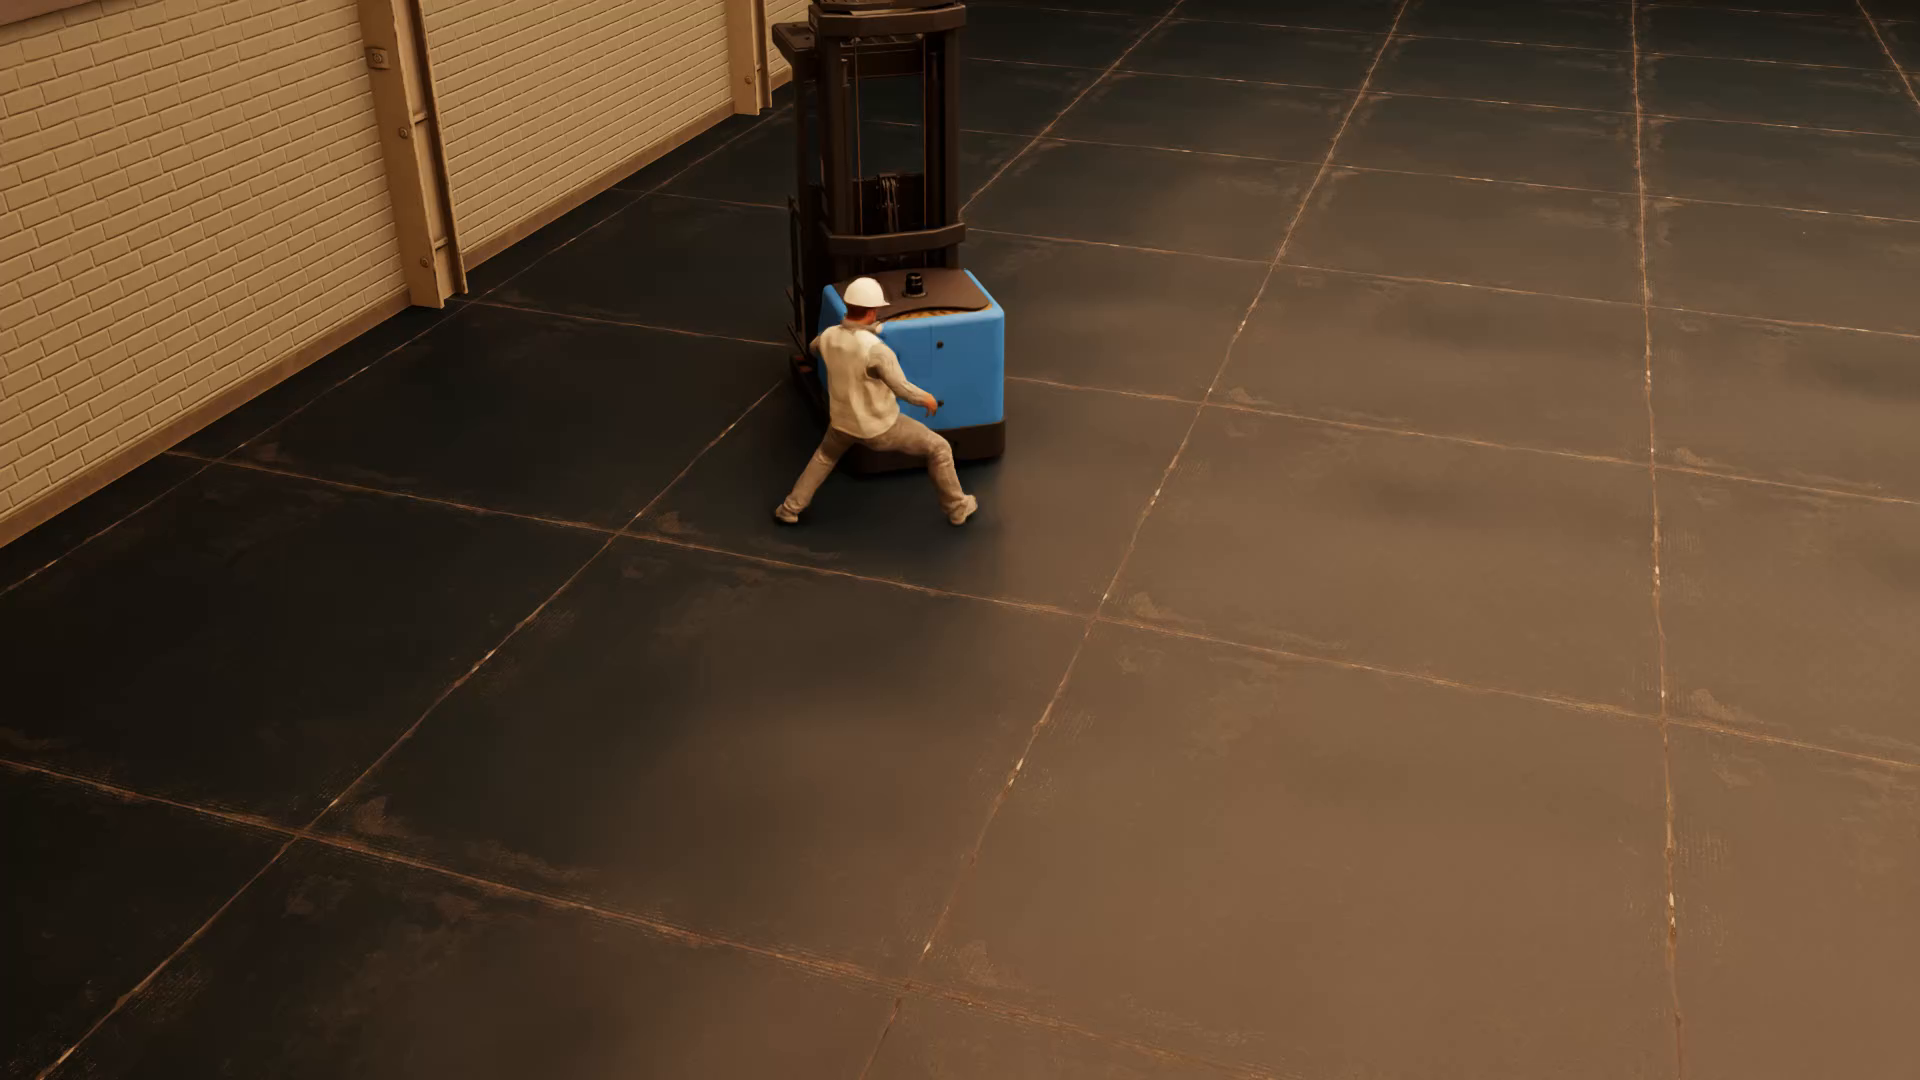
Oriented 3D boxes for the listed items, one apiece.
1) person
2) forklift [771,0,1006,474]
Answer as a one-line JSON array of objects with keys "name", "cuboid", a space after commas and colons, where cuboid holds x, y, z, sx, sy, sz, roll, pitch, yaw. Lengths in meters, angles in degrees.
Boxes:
[{"name": "person", "cuboid": [-0.532, -0.836, 9.996, 1.049, 1.617, 0.953, 23, 37, 34]}, {"name": "forklift", "cuboid": [-0.616, -2.416, 11.375, 1.130, 2.935, 3.031, -9, 31, -15]}]
